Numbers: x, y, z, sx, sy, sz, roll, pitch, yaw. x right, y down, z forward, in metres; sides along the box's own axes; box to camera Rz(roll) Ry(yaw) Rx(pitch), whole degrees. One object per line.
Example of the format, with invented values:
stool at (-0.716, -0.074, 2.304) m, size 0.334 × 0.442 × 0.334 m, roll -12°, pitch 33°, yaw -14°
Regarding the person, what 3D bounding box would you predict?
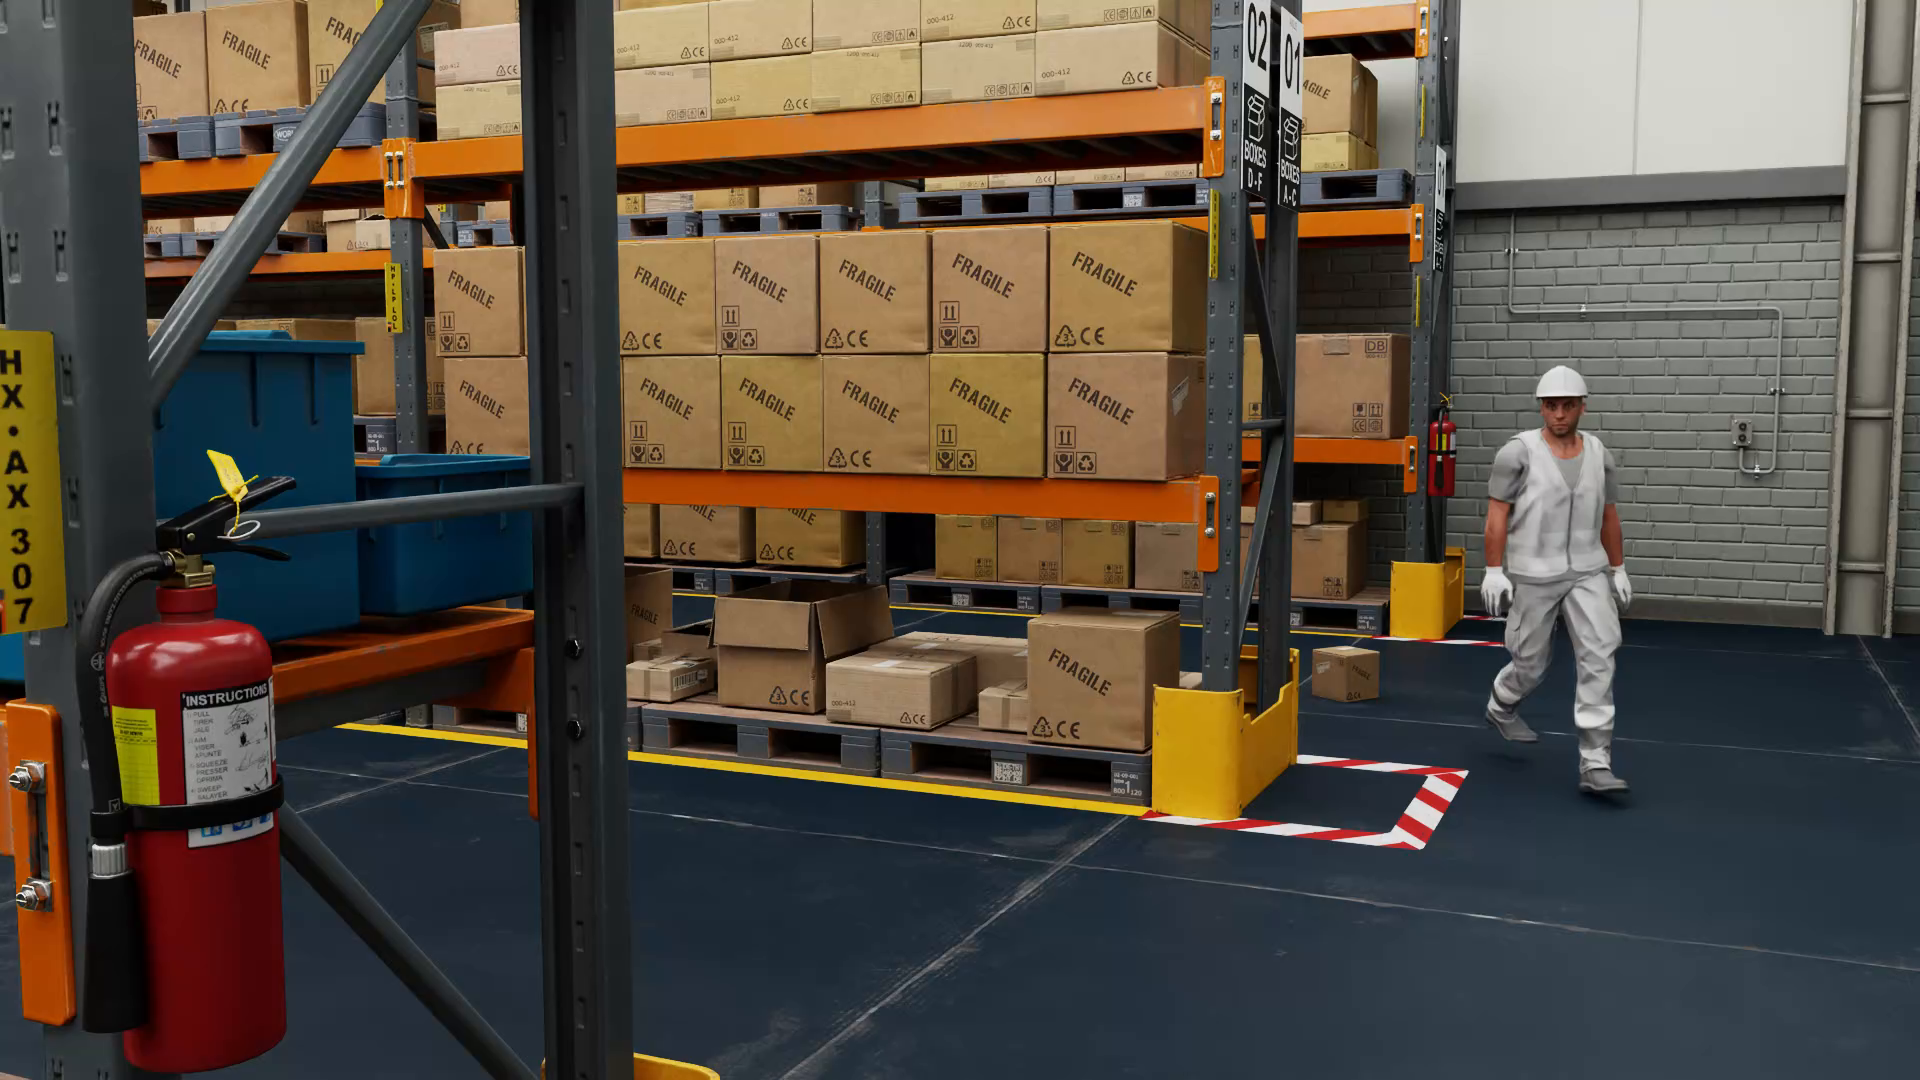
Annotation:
person at (2.523, 0.144, 6.987) m, size 0.659 × 1.743 × 1.003 m, roll 0°, pitch 5°, yaw -2°
